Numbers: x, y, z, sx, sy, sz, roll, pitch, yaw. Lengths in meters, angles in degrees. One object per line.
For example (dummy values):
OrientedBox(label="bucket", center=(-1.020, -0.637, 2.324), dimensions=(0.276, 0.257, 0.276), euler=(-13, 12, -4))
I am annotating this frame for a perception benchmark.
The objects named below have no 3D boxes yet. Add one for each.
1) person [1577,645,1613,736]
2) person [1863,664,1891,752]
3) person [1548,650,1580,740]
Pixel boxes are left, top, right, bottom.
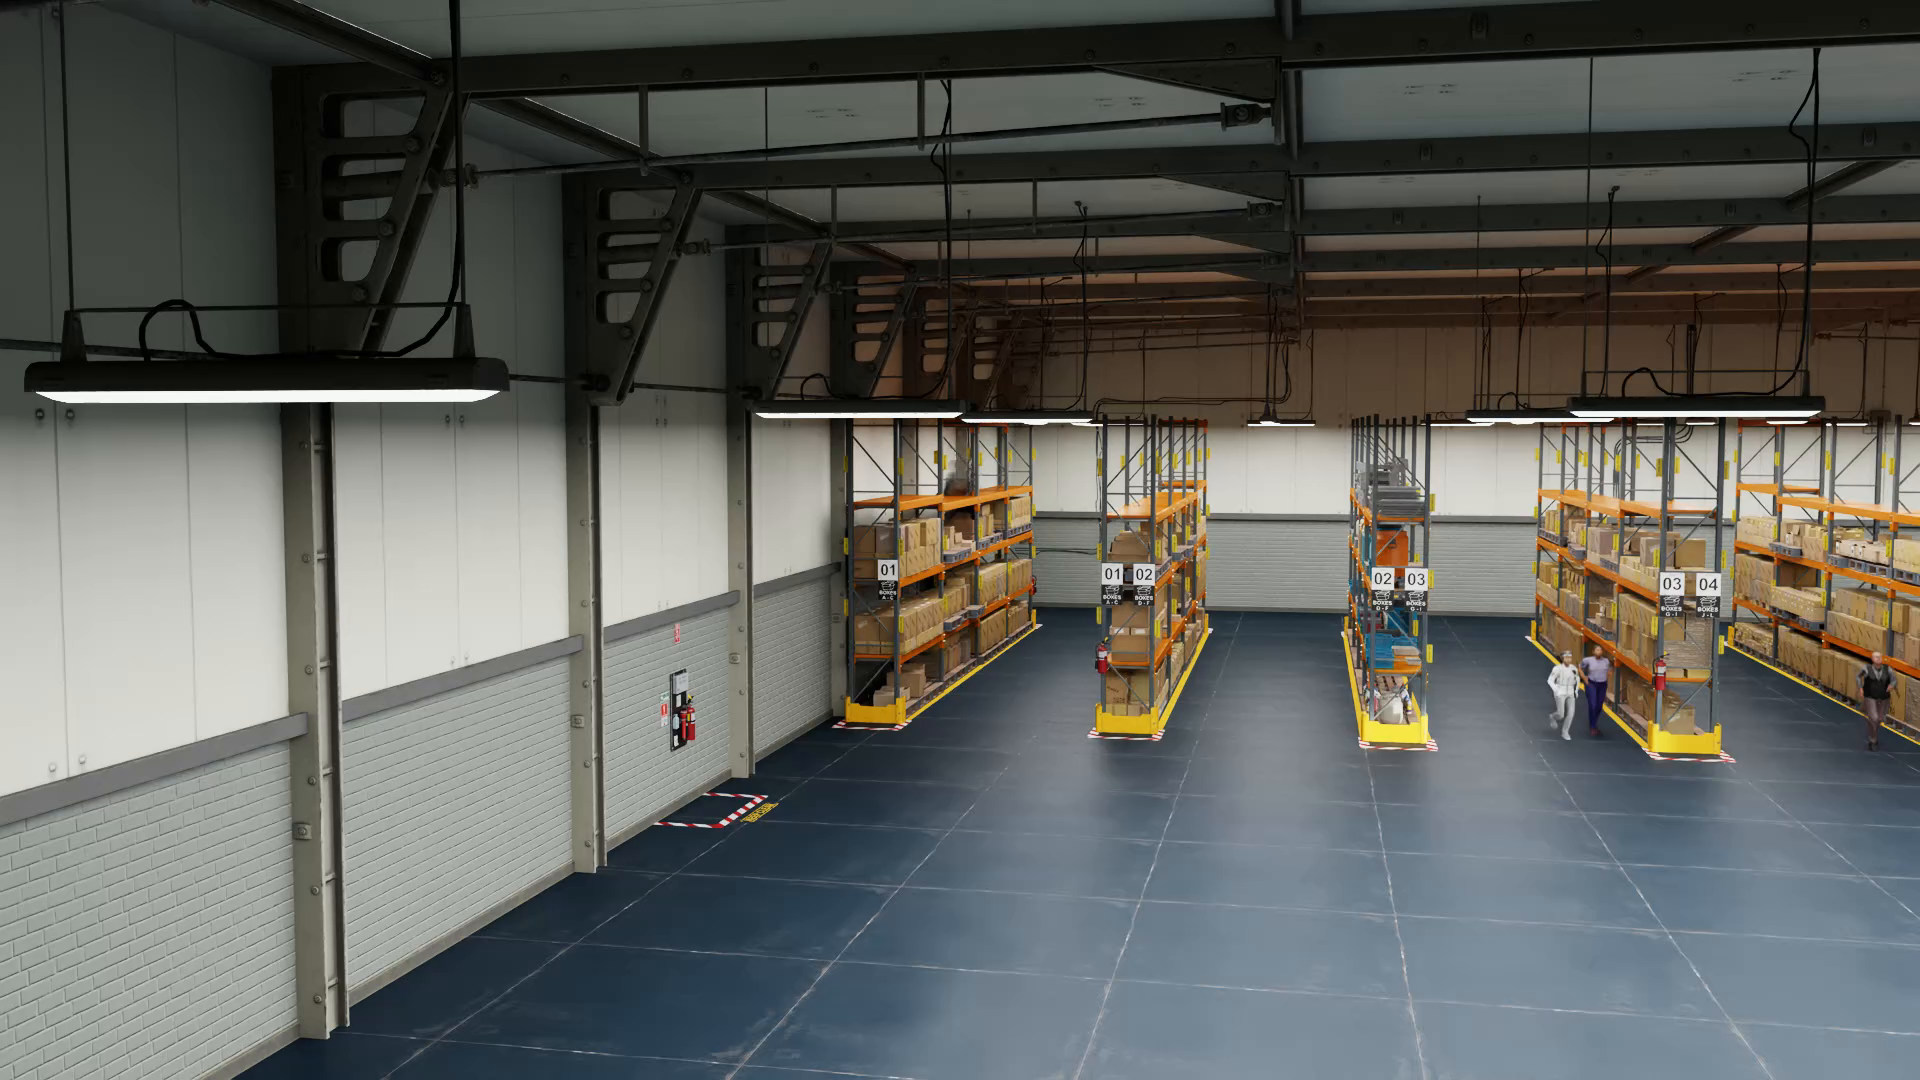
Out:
OrientedBox(label="person", center=(16.644, 2.927, 29.789), dimensions=(9.564, 1.720, 4.617), euler=(0, 4, -5))
OrientedBox(label="person", center=(16.417, 2.989, 29.826), dimensions=(0.447, 1.552, 0.777), euler=(1, 4, 13))
OrientedBox(label="person", center=(5.597, 1.724, 36.159), dimensions=(11.565, 3.180, 11.627), euler=(0, 4, -1))
